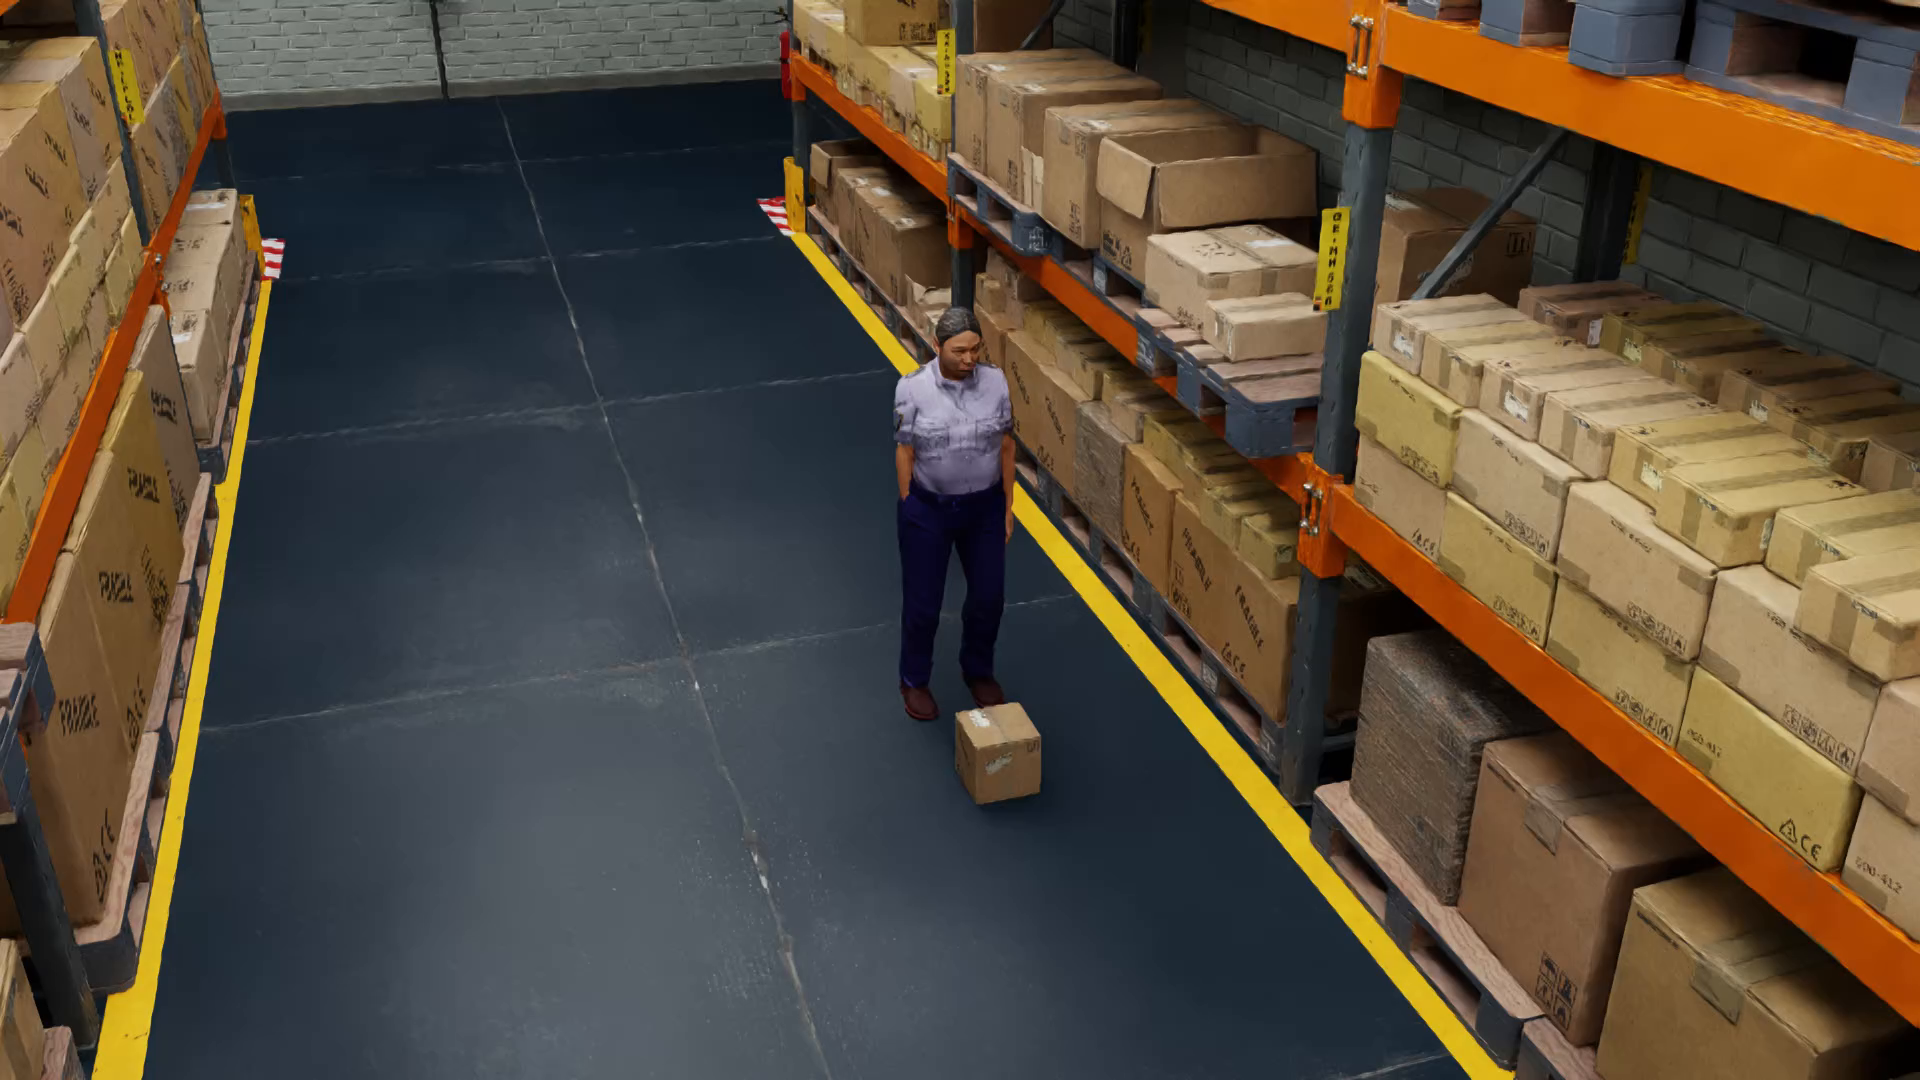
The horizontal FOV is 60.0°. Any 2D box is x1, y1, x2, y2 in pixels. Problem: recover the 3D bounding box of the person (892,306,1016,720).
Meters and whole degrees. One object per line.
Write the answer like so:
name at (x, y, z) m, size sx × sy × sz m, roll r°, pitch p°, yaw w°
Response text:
person at (-0.009, -0.103, 6.348) m, size 0.471 × 1.644 × 0.341 m, roll -8°, pitch 28°, yaw -15°
